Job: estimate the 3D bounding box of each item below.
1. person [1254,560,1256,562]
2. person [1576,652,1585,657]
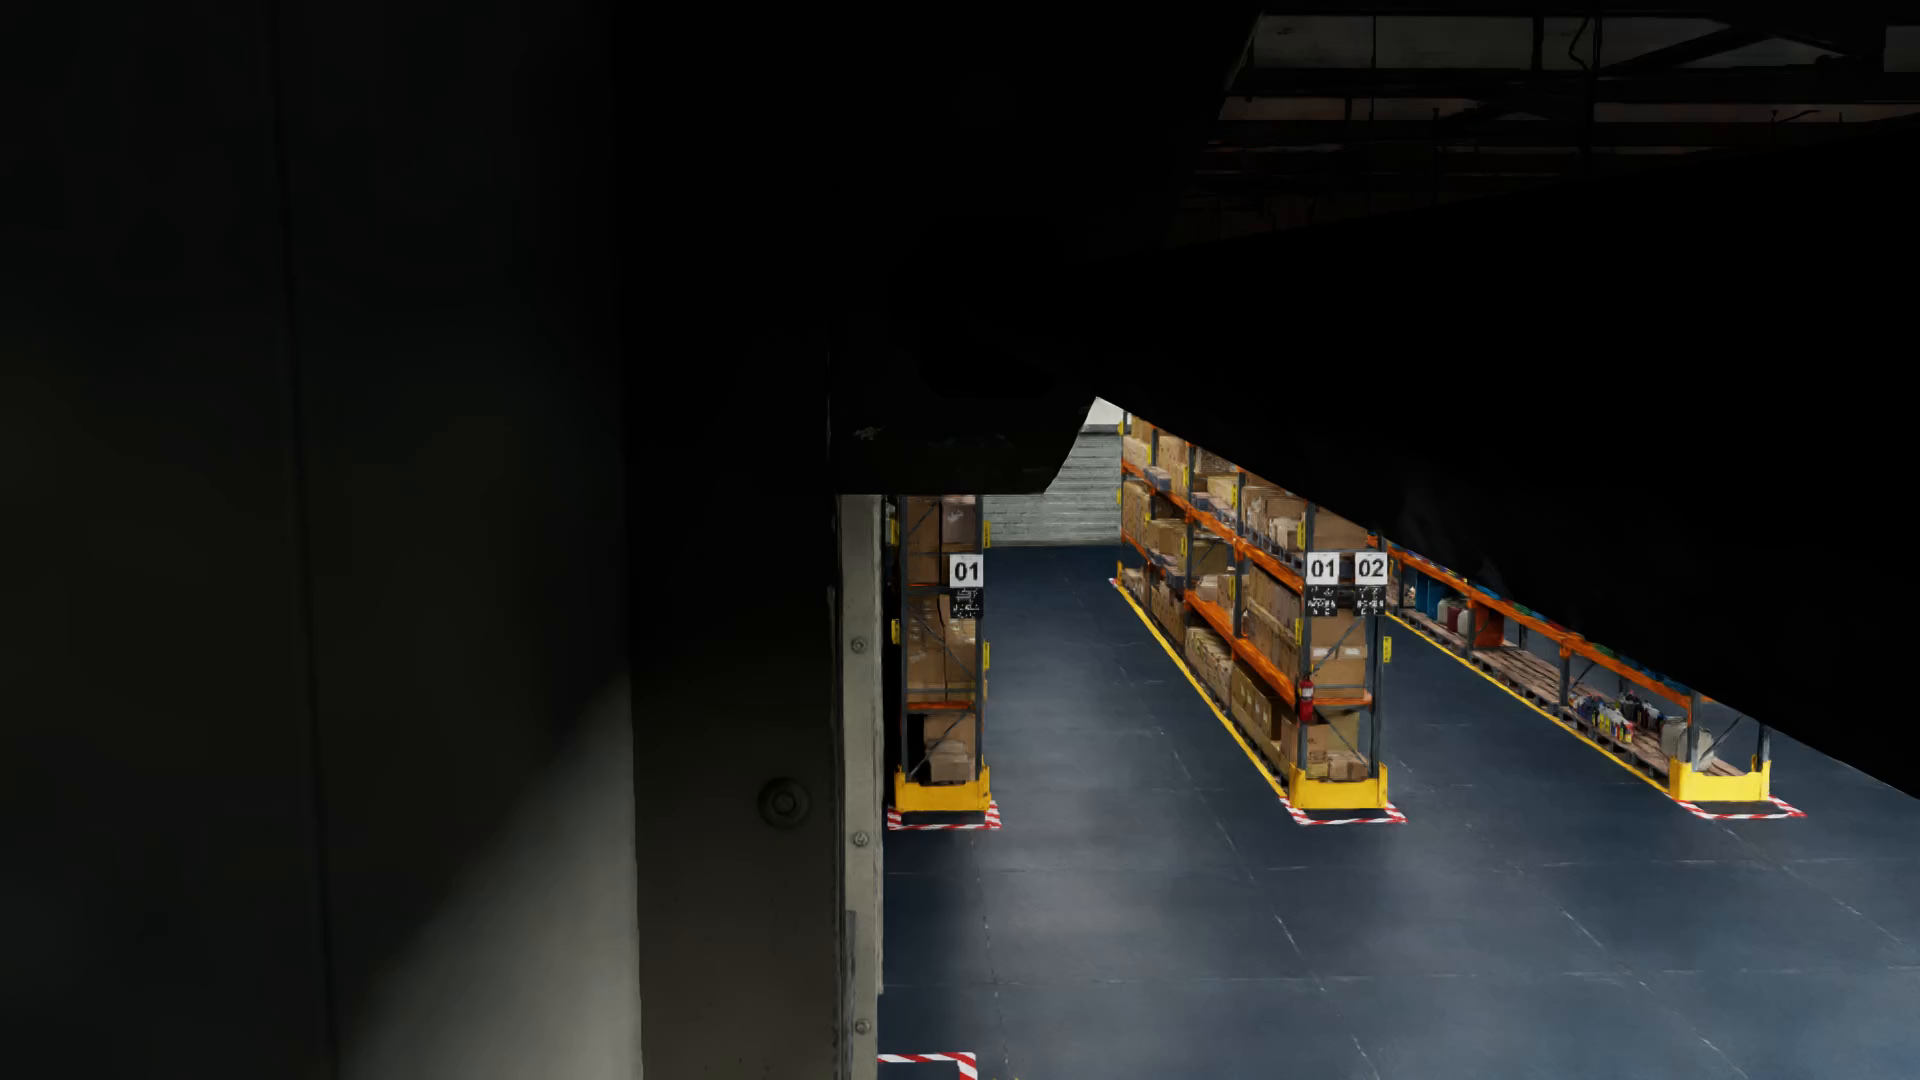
[{"bbox_3d":[5.766,0.890,31.329,0.542,1.645,1.126,0,8,0],"label":"person"},{"bbox_3d":[11.097,1.222,28.949,0.702,1.735,0.549,-1,8,-4],"label":"person"}]
